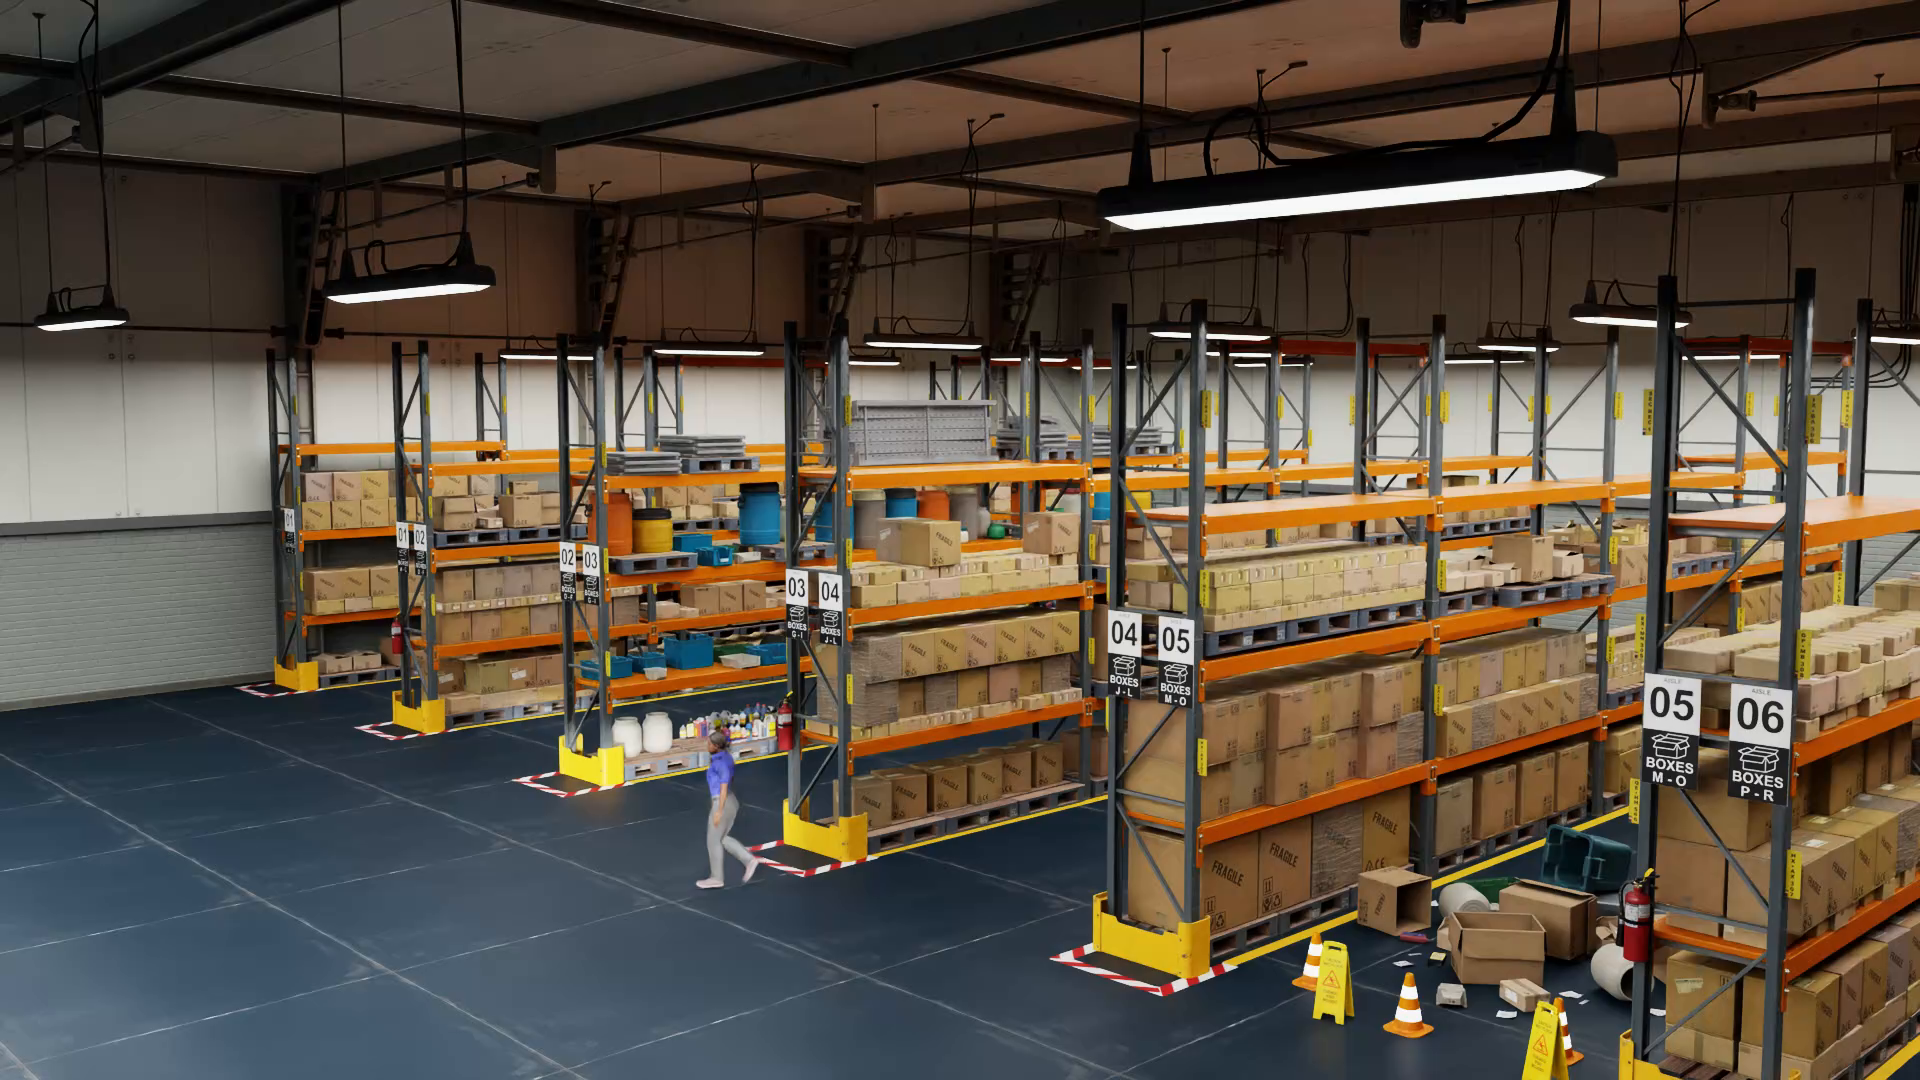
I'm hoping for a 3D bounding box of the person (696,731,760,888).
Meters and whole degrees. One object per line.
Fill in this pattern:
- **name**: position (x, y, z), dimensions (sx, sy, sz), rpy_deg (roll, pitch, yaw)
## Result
- **person**: position (-2.445, 2.822, 17.498), dimensions (0.649, 1.649, 0.586), rpy_deg (0, 5, 6)
